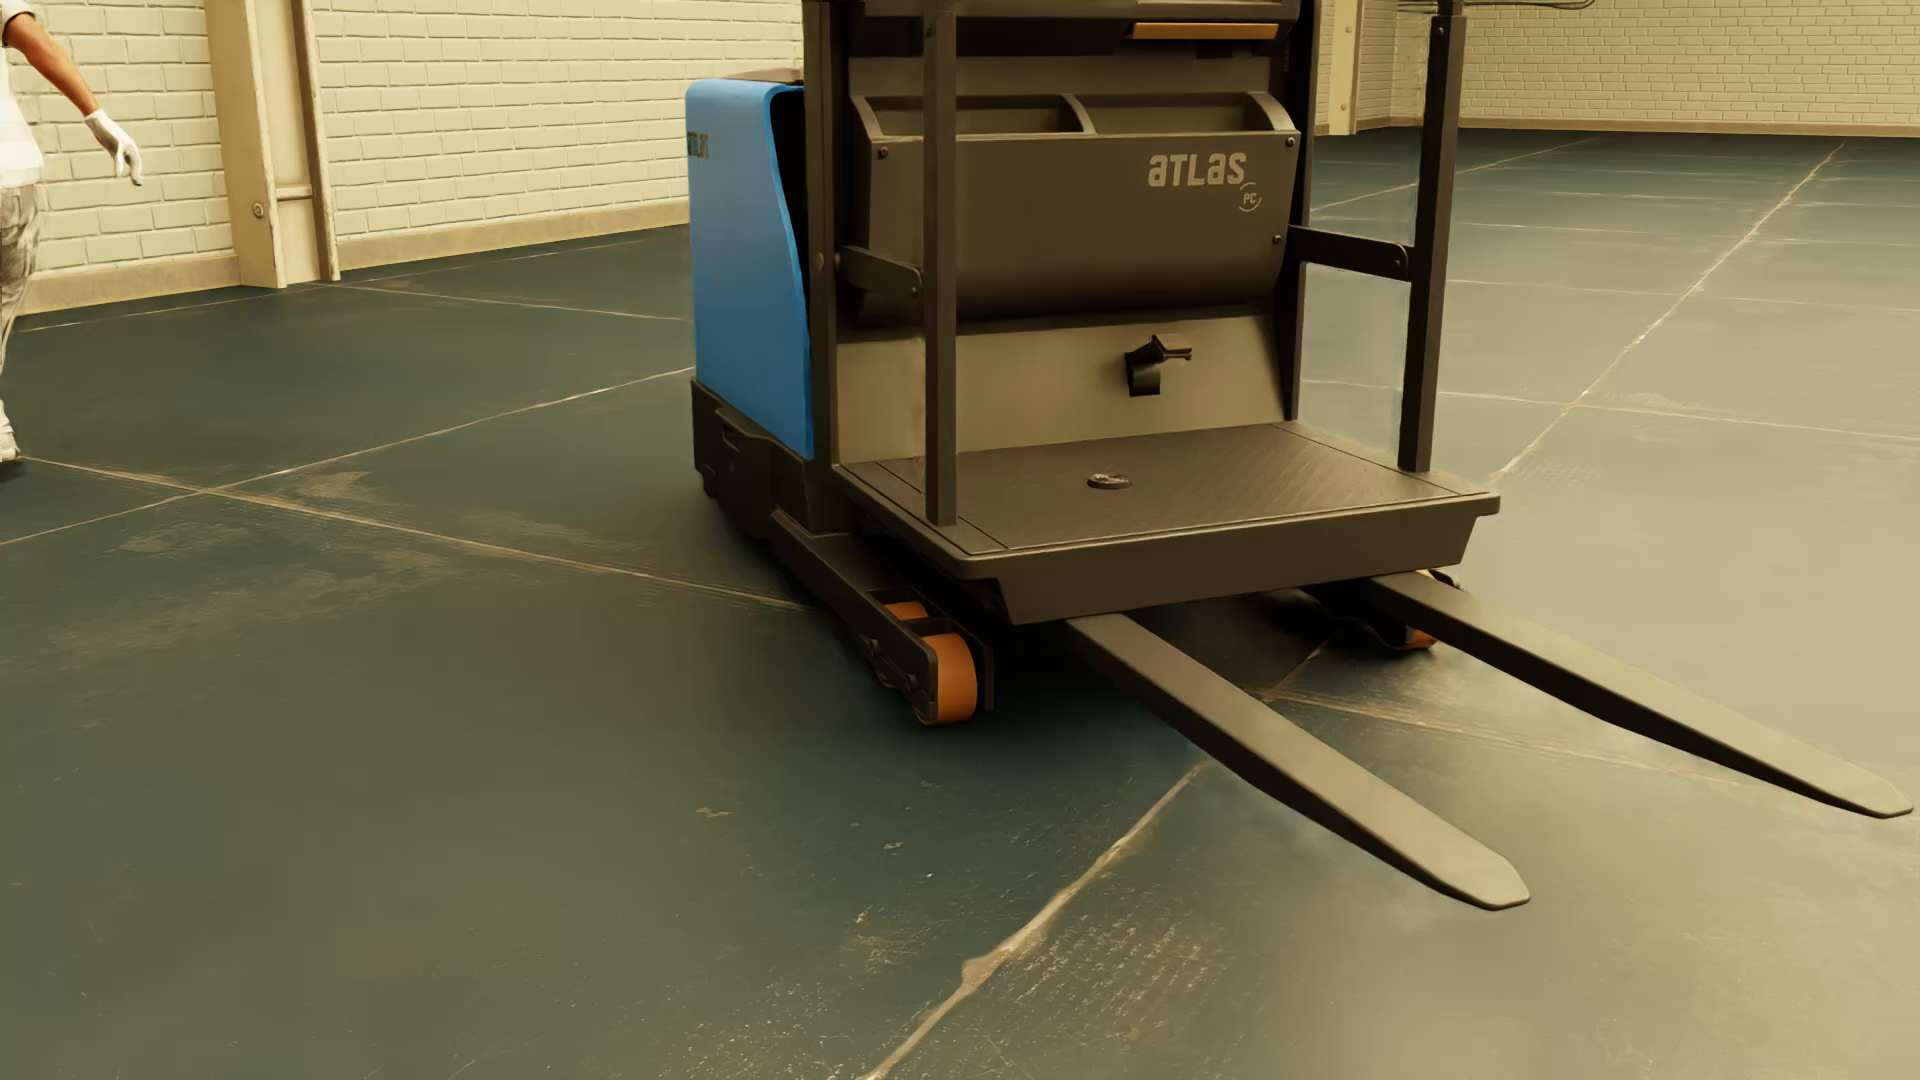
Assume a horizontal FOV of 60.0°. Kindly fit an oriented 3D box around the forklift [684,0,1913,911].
[{"bbox_3d":[0.321,-1.213,2.970,1.130,2.935,3.031,-7,18,-22],"label":"forklift"}]

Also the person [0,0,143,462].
[{"bbox_3d":[-2.774,-1.048,4.745,0.841,1.646,0.841,-6,18,-20],"label":"person"}]
